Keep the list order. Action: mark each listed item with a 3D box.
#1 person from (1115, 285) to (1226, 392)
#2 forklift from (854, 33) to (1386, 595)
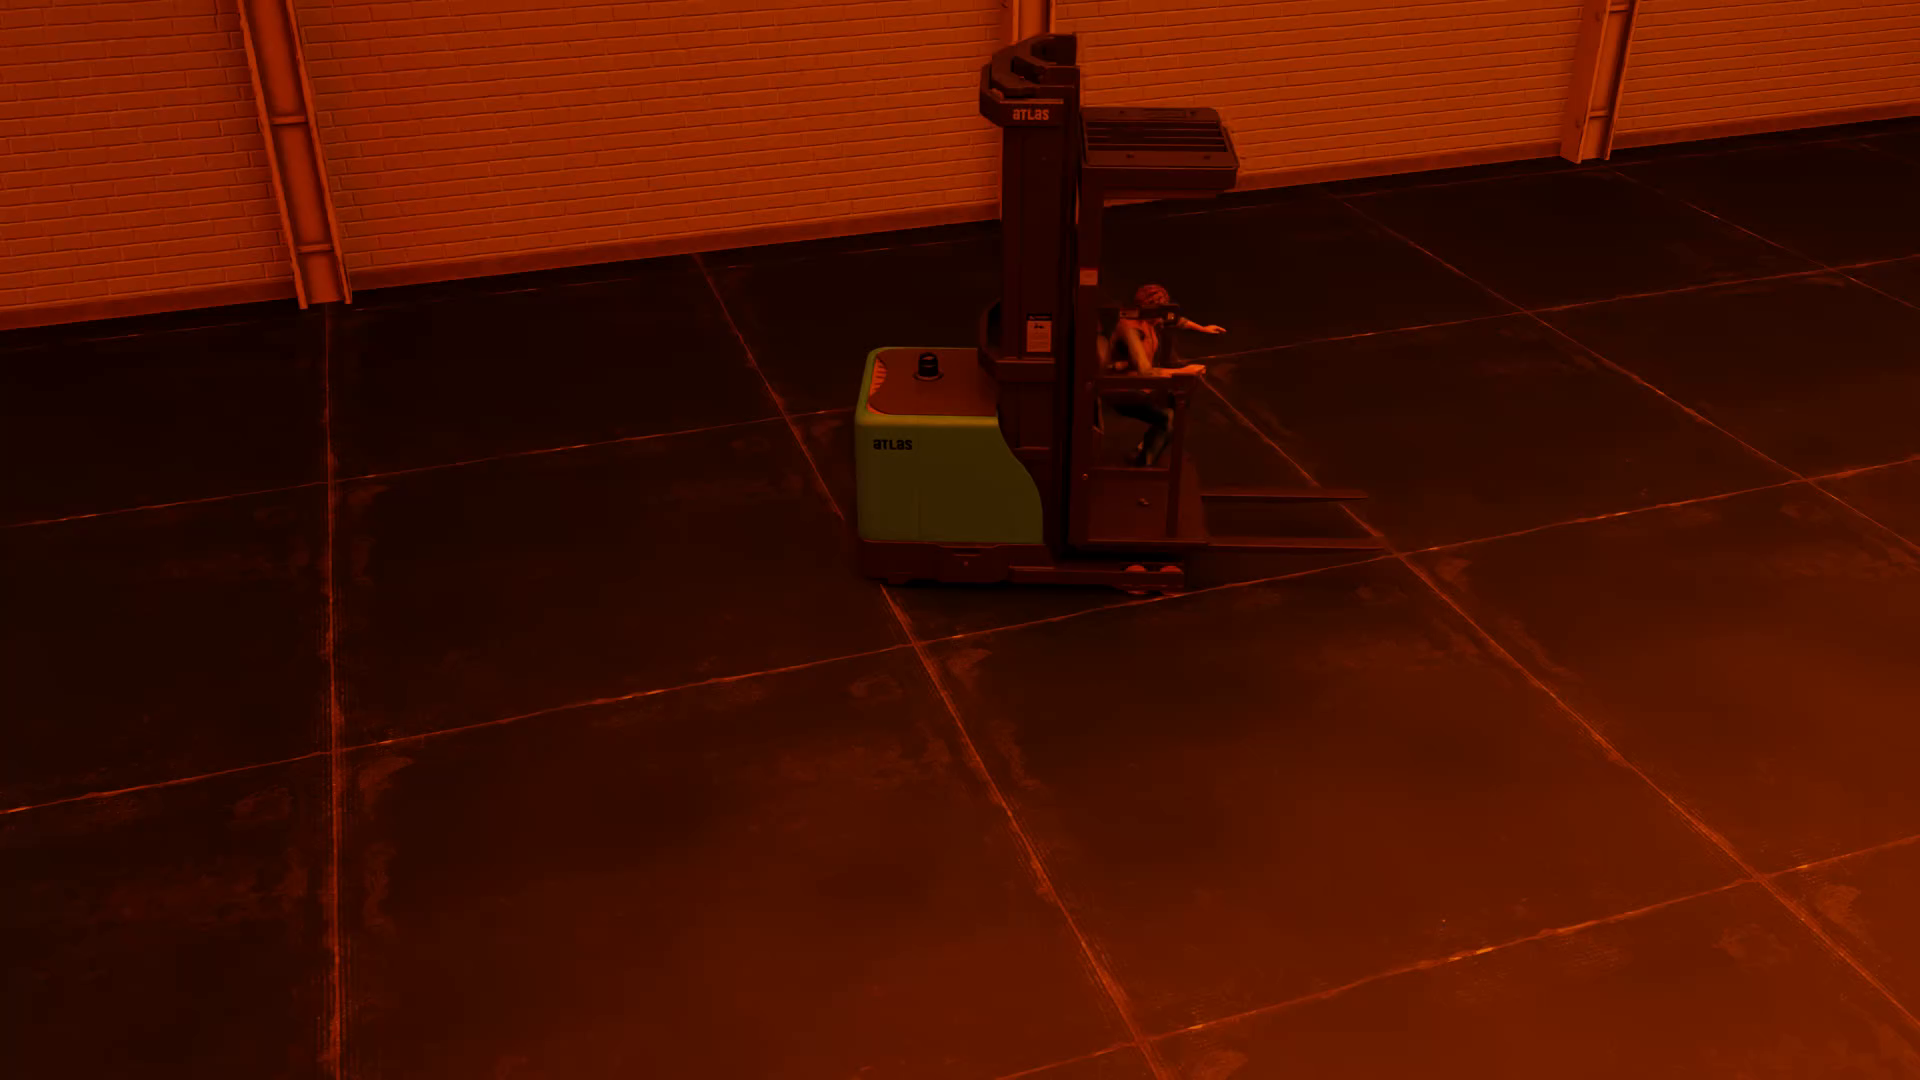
[{"bbox_3d":[1.242,-1.171,10.107,0.625,0.802,0.744,14,33,22],"label":"person"},{"bbox_3d":[0.936,-1.227,9.220,3.031,2.935,1.130,1,30,2],"label":"forklift"}]
